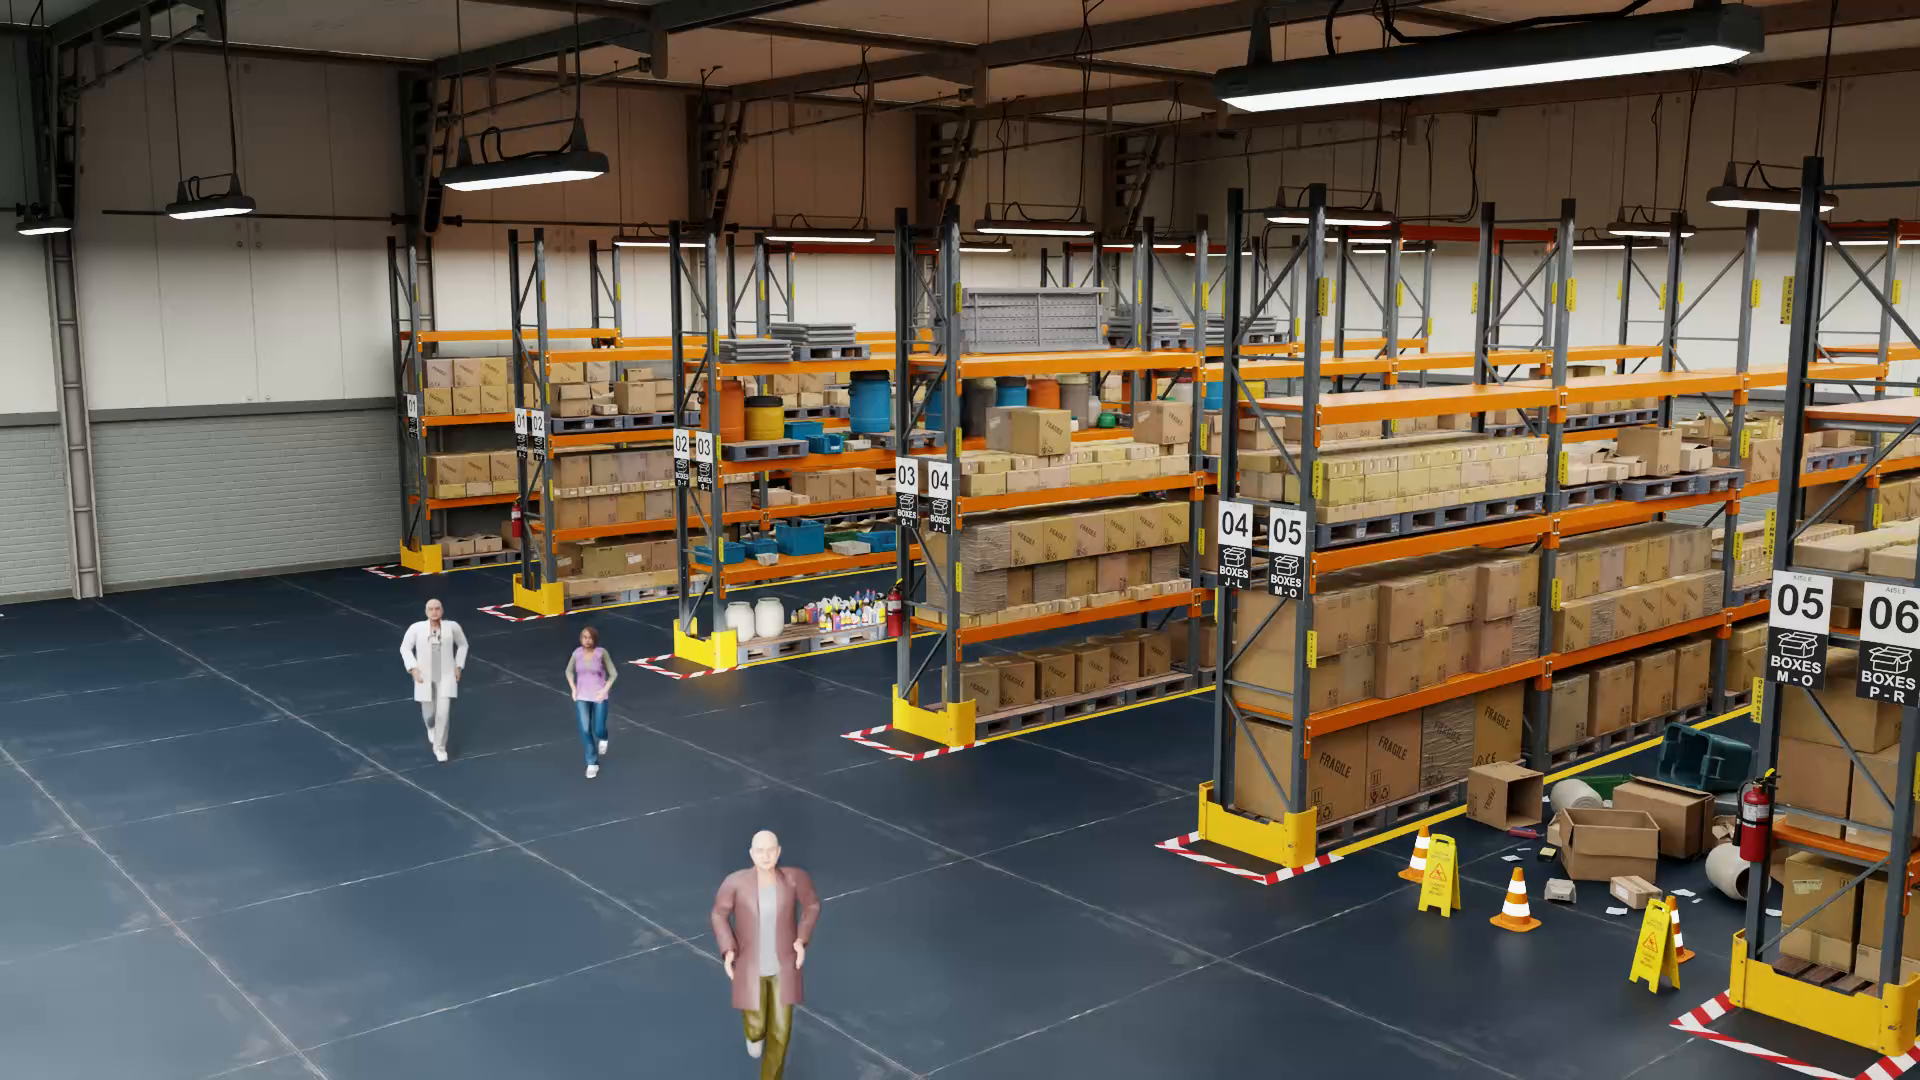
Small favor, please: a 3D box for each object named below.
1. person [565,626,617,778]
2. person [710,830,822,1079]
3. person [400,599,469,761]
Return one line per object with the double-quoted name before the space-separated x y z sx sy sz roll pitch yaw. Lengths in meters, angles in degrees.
"person" -3.924 1.685 17.723 0.552 1.575 0.700 -1 9 -4
"person" -1.230 2.699 10.639 0.711 1.743 0.756 -2 9 -10
"person" -5.779 1.509 18.335 0.713 1.752 0.756 -3 9 -17
